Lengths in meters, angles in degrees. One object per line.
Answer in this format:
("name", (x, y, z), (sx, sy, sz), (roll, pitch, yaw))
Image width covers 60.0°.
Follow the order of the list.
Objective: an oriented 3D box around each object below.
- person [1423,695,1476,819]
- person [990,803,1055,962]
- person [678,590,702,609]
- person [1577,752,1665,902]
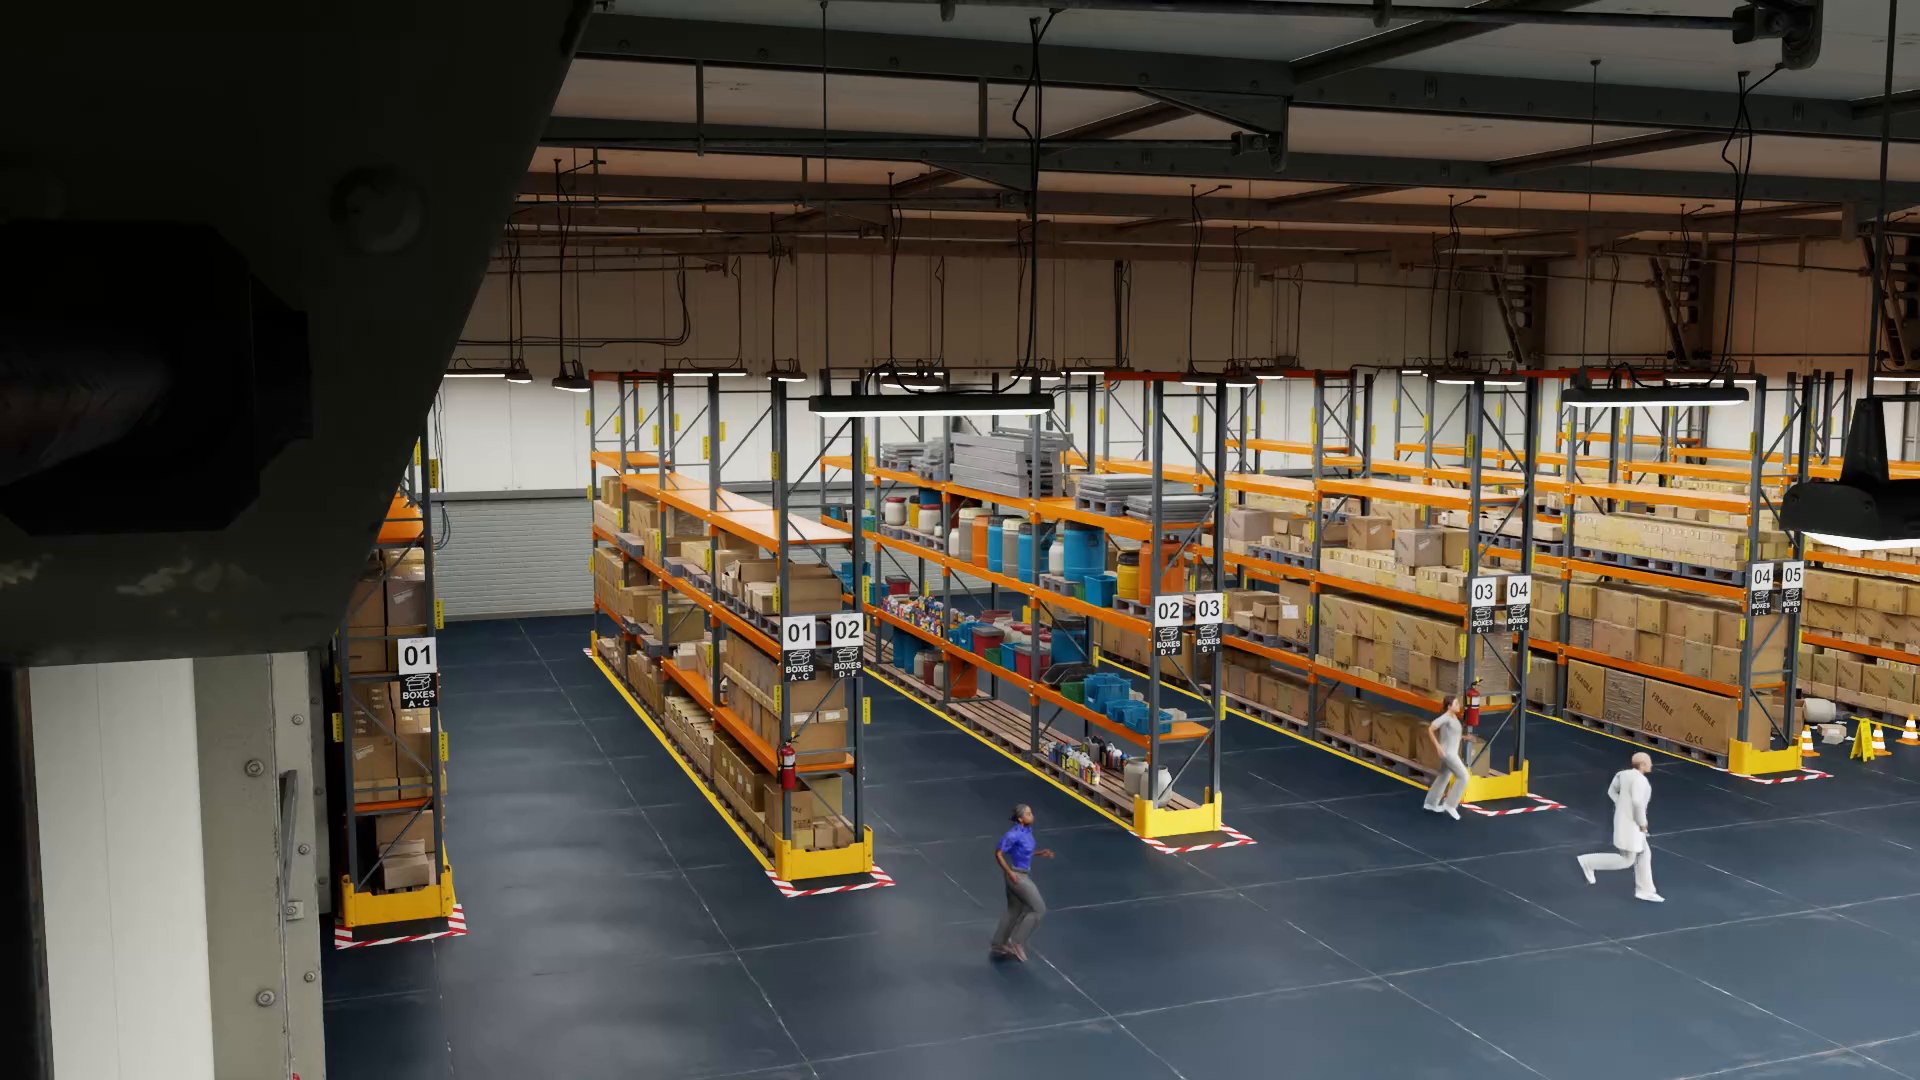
("person", (6.711, 2.966, 22.790), (0.679, 1.700, 0.549), (3, 7, 26))
("person", (0.657, 3.626, 17.469), (0.667, 1.585, 0.550), (1, 6, 6))
("person", (-5.785, 1.437, 36.060), (0.624, 1.725, 0.746), (5, 8, 40))
("person", (7.696, 3.340, 19.304), (1.018, 1.774, 0.717), (1, 6, 5))
